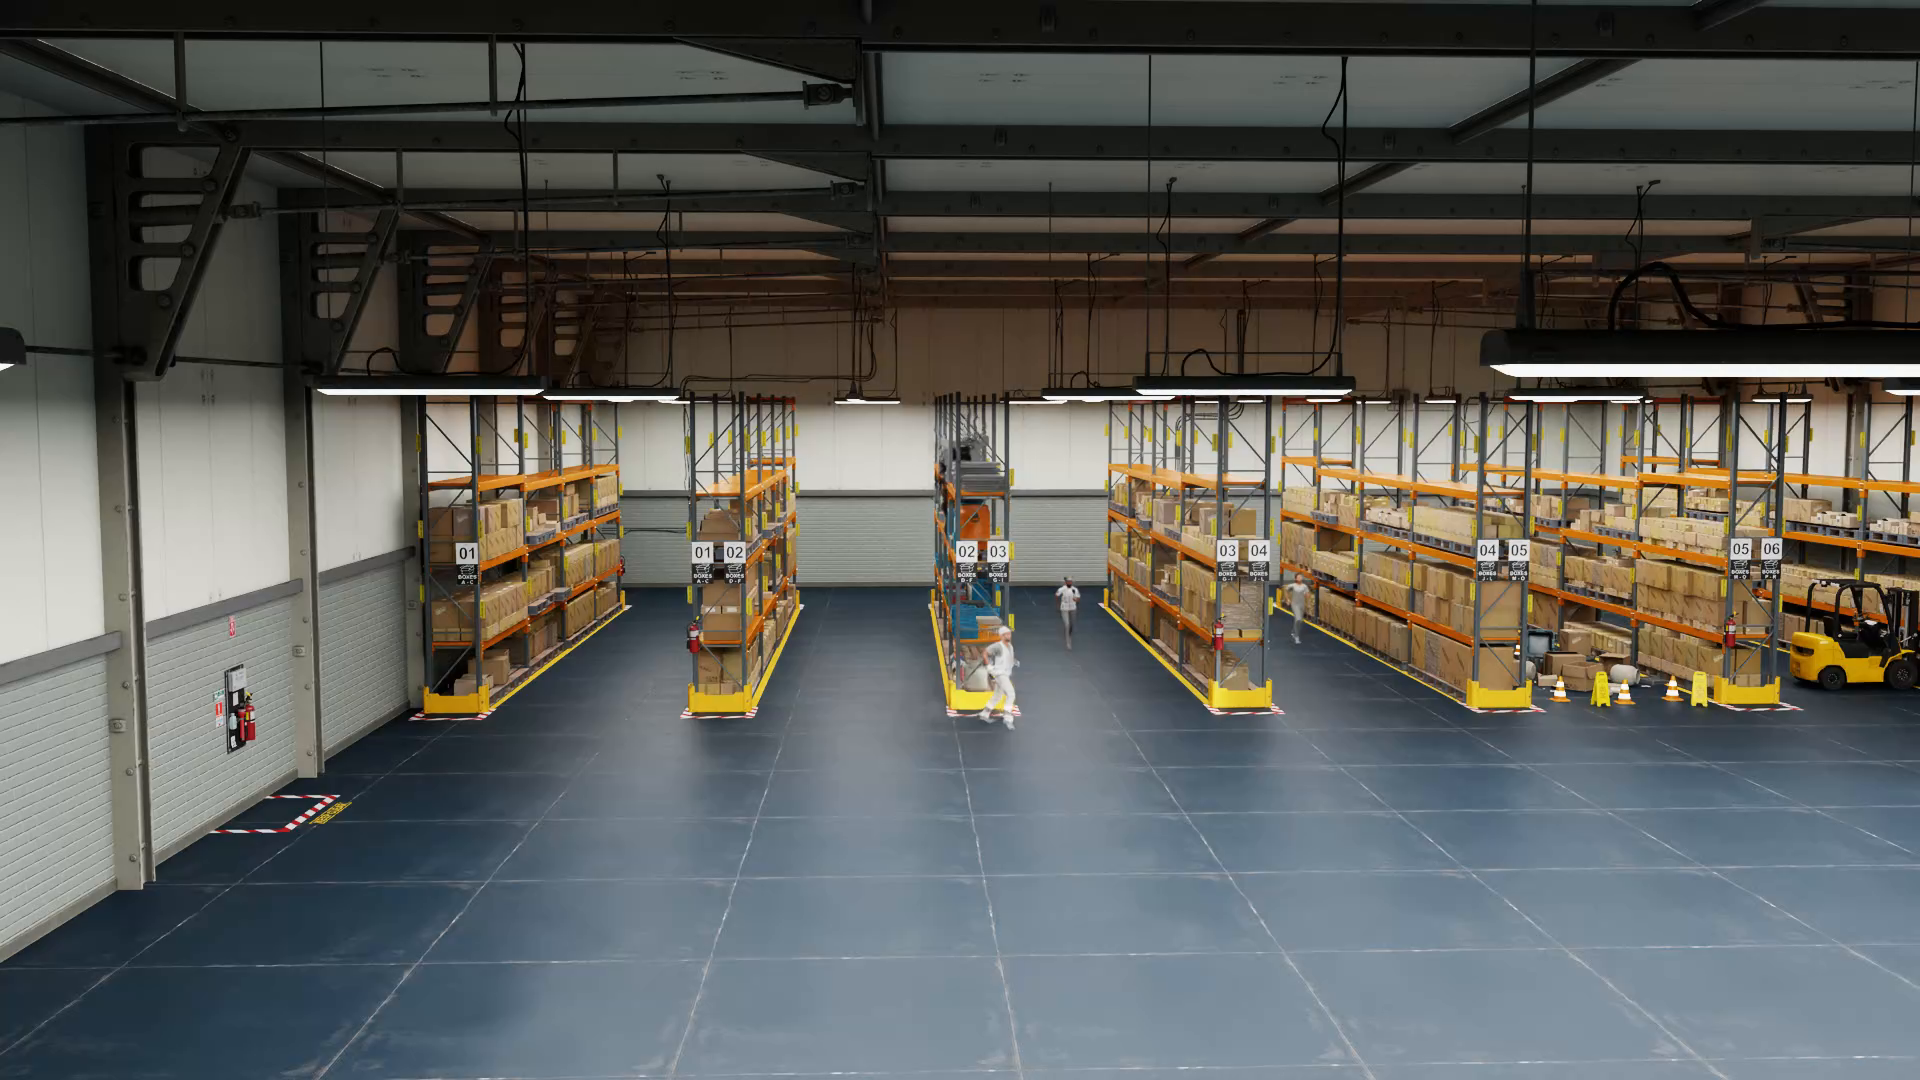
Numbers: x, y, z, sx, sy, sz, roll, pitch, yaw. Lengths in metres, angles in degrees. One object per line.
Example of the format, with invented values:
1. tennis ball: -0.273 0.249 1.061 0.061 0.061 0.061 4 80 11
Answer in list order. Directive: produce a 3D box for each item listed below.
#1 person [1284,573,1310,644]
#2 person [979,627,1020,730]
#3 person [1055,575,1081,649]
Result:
1. person: 8.206 1.650 40.413 0.533 1.724 0.754 -1 5 -15
2. person: 0.733 2.462 29.790 0.769 1.834 0.662 2 5 25
3. person: 2.574 1.687 39.604 0.551 1.712 0.908 -1 5 -12
